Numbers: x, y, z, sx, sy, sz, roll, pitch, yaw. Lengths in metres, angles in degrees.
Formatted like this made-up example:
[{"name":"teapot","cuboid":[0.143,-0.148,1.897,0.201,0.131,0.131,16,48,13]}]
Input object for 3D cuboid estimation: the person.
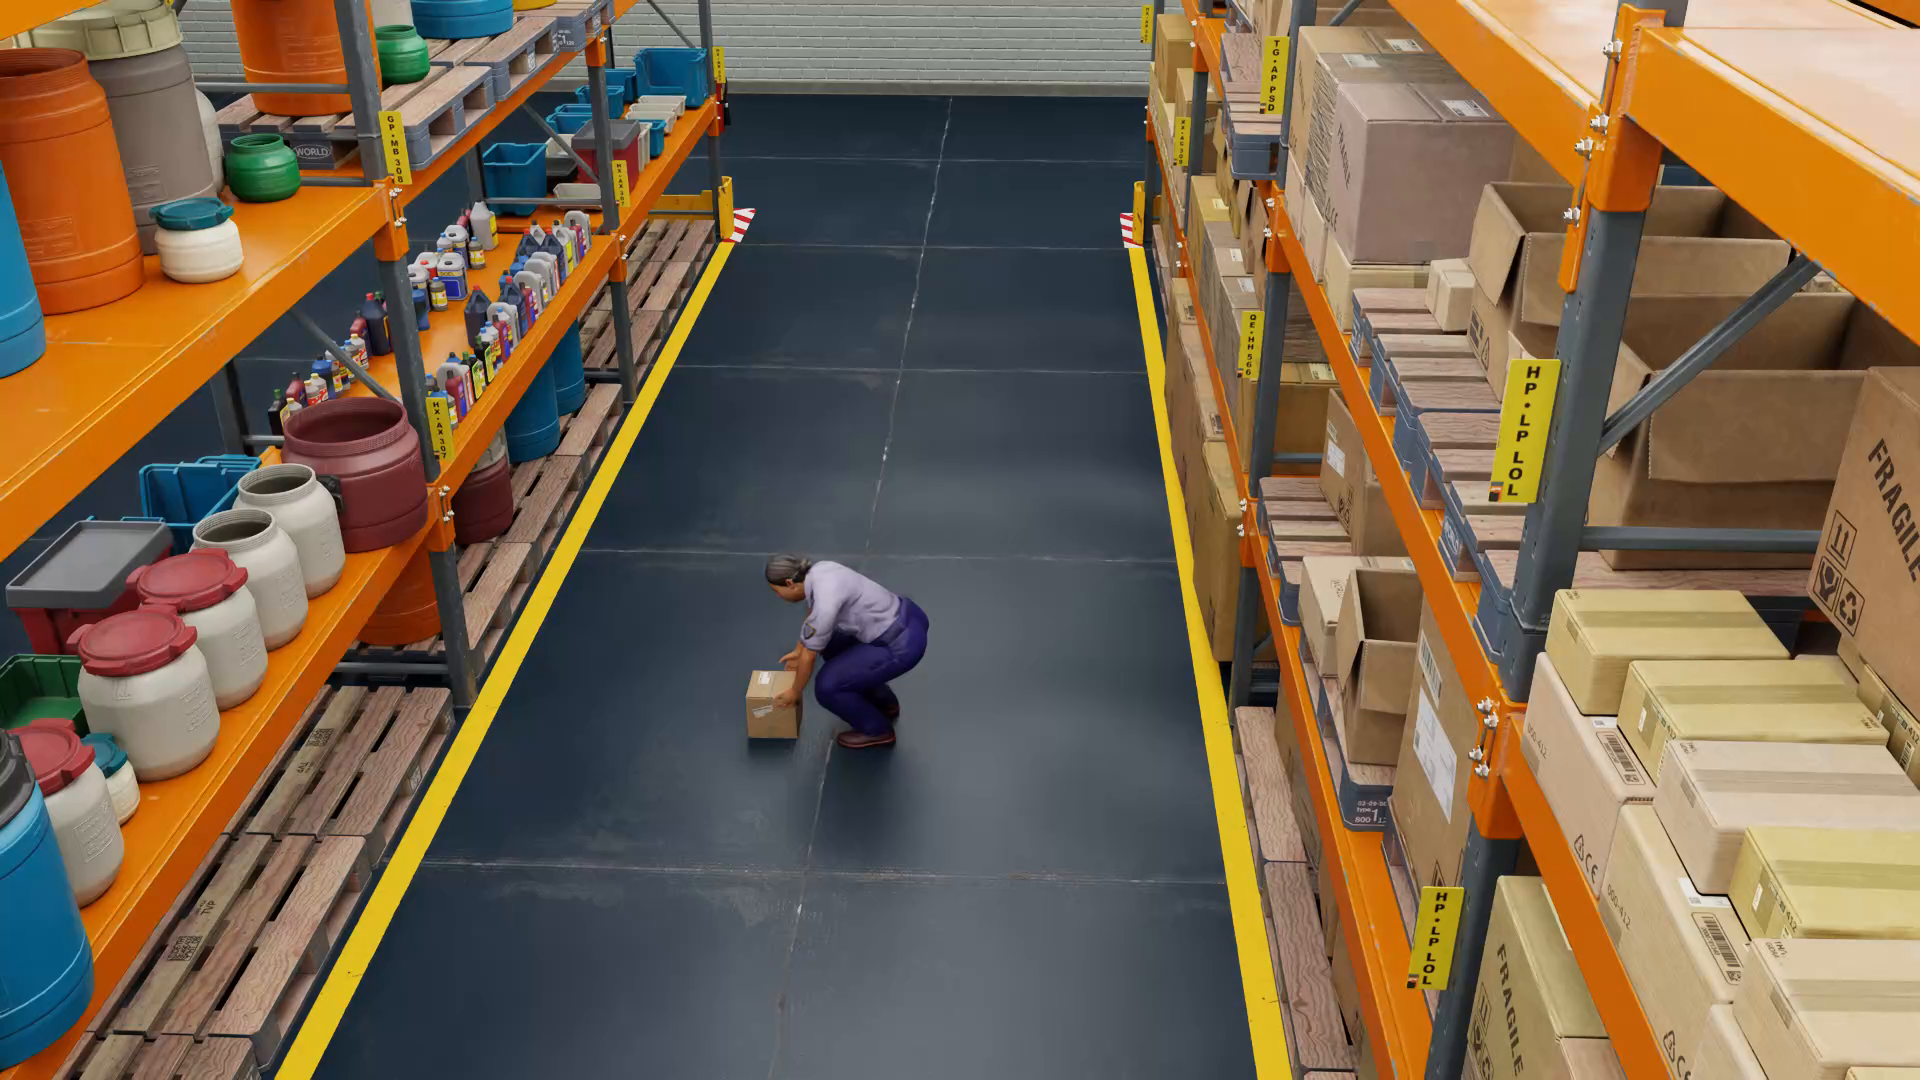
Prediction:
[{"name":"person","cuboid":[-0.477,0.559,8.340,0.637,0.949,0.530,1,28,2]}]
